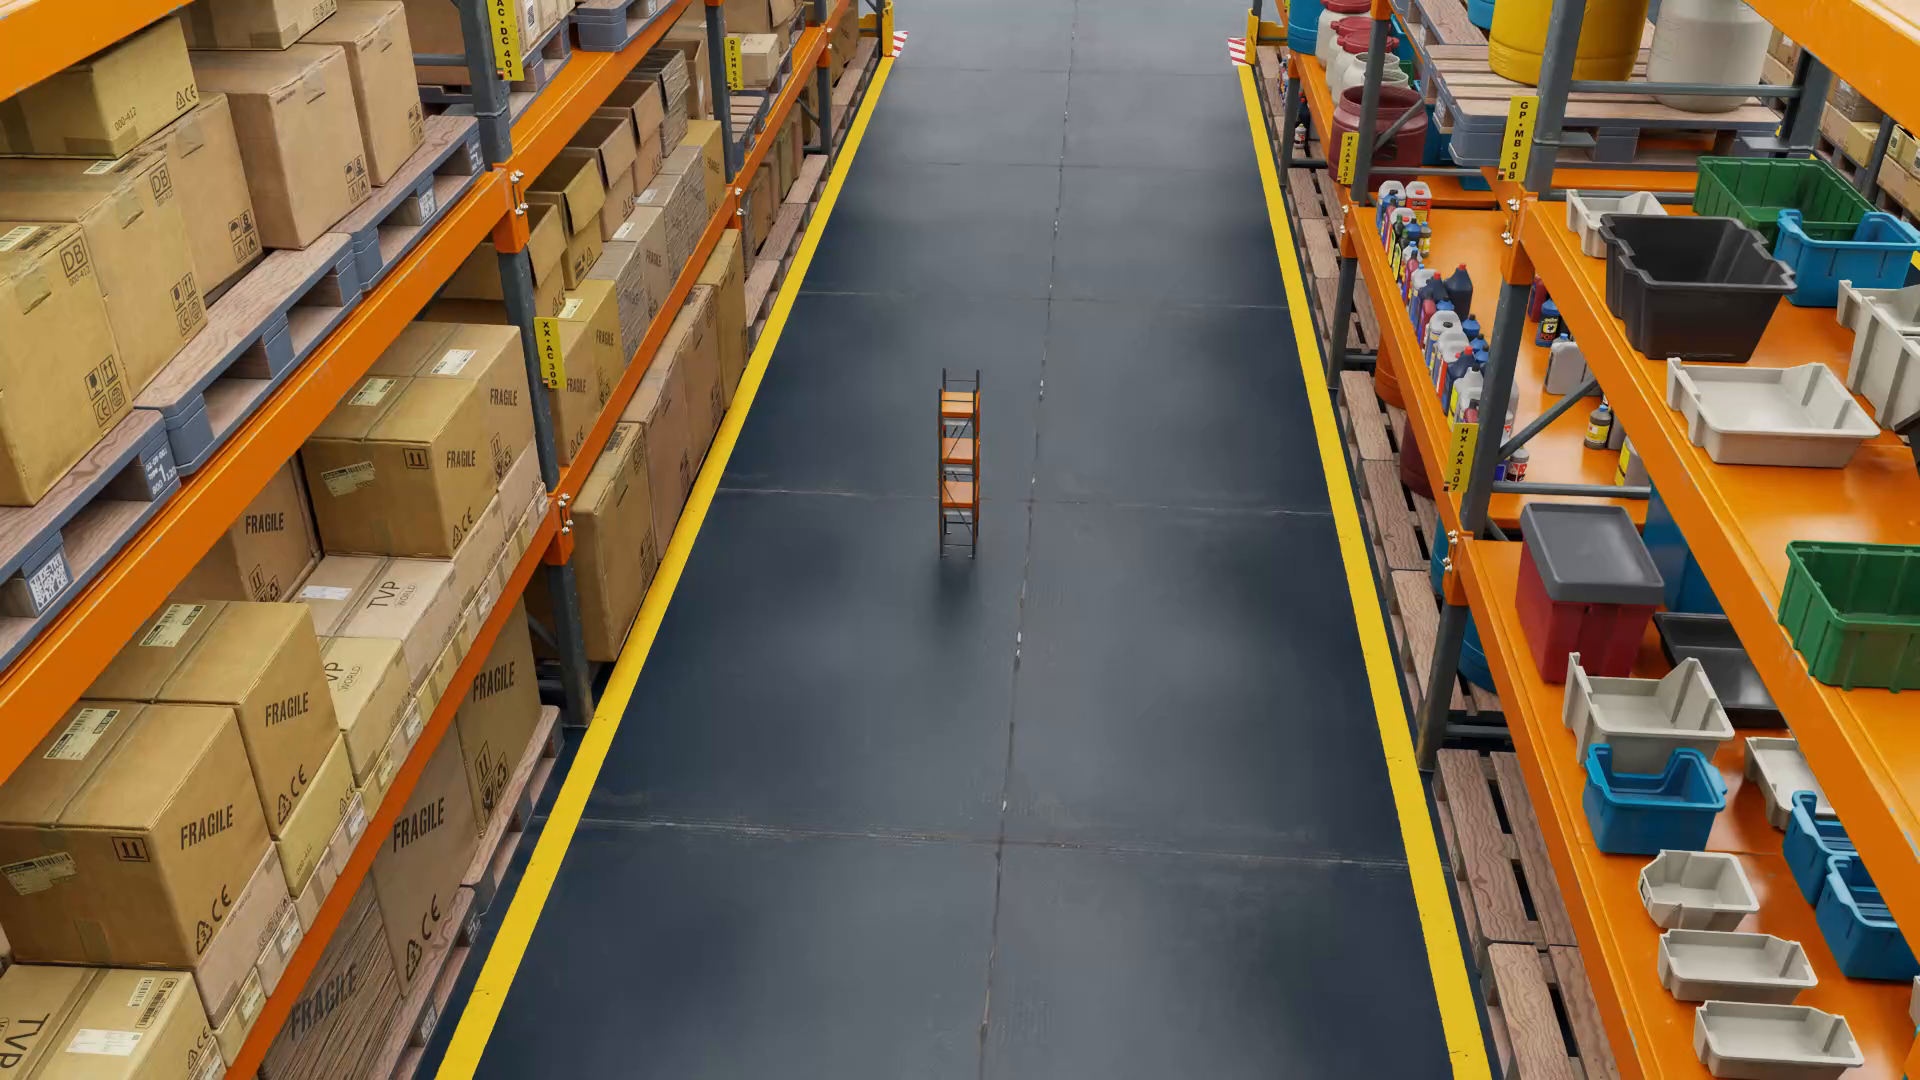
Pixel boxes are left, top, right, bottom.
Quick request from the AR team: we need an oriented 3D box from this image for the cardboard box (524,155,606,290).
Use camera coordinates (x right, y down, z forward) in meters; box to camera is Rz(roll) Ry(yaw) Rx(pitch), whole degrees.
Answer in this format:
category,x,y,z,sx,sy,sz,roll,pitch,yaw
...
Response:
category,x,y,z,sx,sy,sz,roll,pitch,yaw
cardboard box,-2.181,-1.575,8.175,0.797,0.503,0.637,3,32,5

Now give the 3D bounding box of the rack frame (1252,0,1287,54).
category,x,y,z,sx,sy,sz,roll,pitch,yaw
rack frame,3.621,-6.476,17.179,1.000,3.000,0.127,2,32,4

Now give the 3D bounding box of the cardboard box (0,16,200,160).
category,x,y,z,sx,sy,sz,roll,pitch,yaw
cardboard box,-2.443,-1.237,4.514,0.500,0.250,0.500,1,32,2

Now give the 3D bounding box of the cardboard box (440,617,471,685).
category,x,y,z,sx,sy,sz,roll,pitch,yaw
cardboard box,-2.074,0.406,6.252,0.380,0.149,0.250,3,32,5

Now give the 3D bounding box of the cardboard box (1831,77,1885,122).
category,x,y,z,sx,sy,sz,roll,pitch,yaw
cardboard box,8.105,-4.011,14.685,0.500,0.500,0.500,2,32,4

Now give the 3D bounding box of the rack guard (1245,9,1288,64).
category,x,y,z,sx,sy,sz,roll,pitch,yaw
rack guard,3.662,-5.370,17.767,1.175,0.500,0.348,2,32,4

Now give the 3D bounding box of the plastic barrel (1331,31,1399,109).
category,x,y,z,sx,sy,sz,roll,pitch,yaw
plastic barrel,2.904,-3.341,11.964,0.433,0.535,0.433,0,32,0

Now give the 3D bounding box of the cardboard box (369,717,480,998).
category,x,y,z,sx,sy,sz,roll,pitch,yaw
cardboard box,-2.499,1.125,6.470,0.875,0.875,0.875,2,32,4

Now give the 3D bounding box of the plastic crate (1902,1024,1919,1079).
category,x,y,z,sx,sy,sz,roll,pitch,yaw
plastic crate,2.721,1.477,4.377,0.416,0.233,0.300,2,32,4

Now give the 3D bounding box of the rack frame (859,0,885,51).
category,x,y,z,sx,sy,sz,roll,pitch,yaw
rack frame,-1.315,-6.687,17.523,1.000,3.000,0.127,2,32,4

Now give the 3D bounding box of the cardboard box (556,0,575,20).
category,x,y,z,sx,sy,sz,roll,pitch,yaw
cardboard box,-2.021,-2.534,7.762,0.380,0.149,0.250,1,32,2

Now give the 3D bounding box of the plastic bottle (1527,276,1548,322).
category,x,y,z,sx,sy,sz,roll,pitch,yaw
plastic bottle,3.111,-1.325,8.933,0.061,0.283,0.133,2,32,4

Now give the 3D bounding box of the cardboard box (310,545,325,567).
category,x,y,z,sx,sy,sz,roll,pitch,yaw
cardboard box,-2.637,0.019,6.500,0.500,0.250,0.500,2,32,4

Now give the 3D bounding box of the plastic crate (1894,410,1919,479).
category,x,y,z,sx,sy,sz,roll,pitch,yaw
plastic crate,2.717,-0.147,4.110,0.504,0.338,0.767,2,32,4

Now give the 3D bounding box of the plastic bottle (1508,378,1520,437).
category,x,y,z,sx,sy,sz,roll,pitch,yaw
plastic bottle,2.537,-0.668,7.803,0.144,0.351,0.185,2,32,4

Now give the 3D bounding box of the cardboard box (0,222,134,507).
category,x,y,z,sx,sy,sz,roll,pitch,yaw
cardboard box,-2.463,-0.425,3.911,0.700,0.500,0.500,1,32,2

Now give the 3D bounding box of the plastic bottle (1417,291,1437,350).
category,x,y,z,sx,sy,sz,roll,pitch,yaw
plastic bottle,2.428,-1.141,8.633,0.061,0.283,0.133,2,32,4

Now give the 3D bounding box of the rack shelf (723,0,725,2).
category,x,y,z,sx,sy,sz,roll,pitch,yaw
rack shelf,-1.804,-4.521,11.833,1.077,0.370,4.000,2,32,4

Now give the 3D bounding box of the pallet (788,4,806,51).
category,x,y,z,sx,sy,sz,roll,pitch,yaw
pallet,-1.848,-4.121,13.541,1.003,0.211,1.213,2,32,4

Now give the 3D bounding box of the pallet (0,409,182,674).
category,x,y,z,sx,sy,sz,roll,pitch,yaw
pallet,-2.568,0.051,3.813,1.003,0.211,1.213,2,32,4

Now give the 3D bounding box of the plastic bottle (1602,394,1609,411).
category,x,y,z,sx,sy,sz,roll,pitch,yaw
plastic bottle,3.144,-0.695,7.988,0.097,0.201,0.097,0,32,0

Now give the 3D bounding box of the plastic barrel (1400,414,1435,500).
category,x,y,z,sx,sy,sz,roll,pitch,yaw
plastic barrel,2.855,-0.598,9.539,0.600,0.588,0.708,2,32,4

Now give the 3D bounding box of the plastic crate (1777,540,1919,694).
category,x,y,z,sx,sy,sz,roll,pitch,yaw
plastic crate,2.115,0.176,3.729,0.450,0.188,0.336,2,32,4

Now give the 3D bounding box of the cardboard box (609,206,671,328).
category,x,y,z,sx,sy,sz,roll,pitch,yaw
cardboard box,-1.887,-1.480,8.977,0.500,0.500,0.500,3,32,5

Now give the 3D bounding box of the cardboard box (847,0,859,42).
category,x,y,z,sx,sy,sz,roll,pitch,yaw
cardboard box,-1.383,-5.476,17.540,0.500,0.500,0.500,8,33,13

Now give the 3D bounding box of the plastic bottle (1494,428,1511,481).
category,x,y,z,sx,sy,sz,roll,pitch,yaw
plastic bottle,2.354,-0.368,7.387,0.152,0.276,0.135,2,32,4

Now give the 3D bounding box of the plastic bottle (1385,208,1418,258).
category,x,y,z,sx,sy,sz,roll,pitch,yaw
plastic bottle,2.575,-1.785,9.687,0.152,0.276,0.135,2,32,4

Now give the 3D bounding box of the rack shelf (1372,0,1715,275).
category,x,y,z,sx,sy,sz,roll,pitch,yaw
rack shelf,2.807,-2.218,8.096,1.077,0.370,4.000,2,32,4

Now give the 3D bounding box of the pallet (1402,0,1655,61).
category,x,y,z,sx,sy,sz,roll,pitch,yaw
pallet,2.700,-2.405,7.894,1.003,0.211,1.213,2,32,4

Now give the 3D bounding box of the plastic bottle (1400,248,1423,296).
category,x,y,z,sx,sy,sz,roll,pitch,yaw
plastic bottle,2.501,-1.483,9.200,0.097,0.271,0.097,0,32,0

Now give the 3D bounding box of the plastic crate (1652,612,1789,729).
category,x,y,z,sx,sy,sz,roll,pitch,yaw
plastic crate,2.821,0.487,6.086,0.437,0.125,0.590,2,32,4

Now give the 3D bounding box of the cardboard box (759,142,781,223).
category,x,y,z,sx,sy,sz,roll,pitch,yaw
cardboard box,-1.815,-2.858,13.271,0.700,0.500,0.500,0,32,0

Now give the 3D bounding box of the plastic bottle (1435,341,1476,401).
category,x,y,z,sx,sy,sz,roll,pitch,yaw
plastic bottle,2.425,-0.823,8.125,0.152,0.276,0.135,2,32,4

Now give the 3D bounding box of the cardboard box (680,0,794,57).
category,x,y,z,sx,sy,sz,roll,pitch,yaw
cardboard box,-1.690,-3.908,12.514,0.797,0.503,0.637,6,32,9

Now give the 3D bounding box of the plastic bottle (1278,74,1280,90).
category,x,y,z,sx,sy,sz,roll,pitch,yaw
plastic bottle,3.155,-4.483,16.193,0.097,0.201,0.097,0,32,0

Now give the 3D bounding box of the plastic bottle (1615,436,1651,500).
category,x,y,z,sx,sy,sz,roll,pitch,yaw
plastic bottle,2.999,-0.371,7.321,0.144,0.351,0.185,2,32,4

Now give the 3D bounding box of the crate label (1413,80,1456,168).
category,x,y,z,sx,sy,sz,roll,pitch,yaw
crate label,3.321,-2.816,11.206,0.502,0.435,0.616,2,32,4

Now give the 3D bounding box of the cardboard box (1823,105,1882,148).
category,x,y,z,sx,sy,sz,roll,pitch,yaw
cardboard box,8.103,-3.692,14.882,0.500,0.250,0.500,2,32,4

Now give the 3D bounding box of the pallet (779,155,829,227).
category,x,y,z,sx,sy,sz,roll,pitch,yaw
pallet,-1.703,-3.002,14.200,1.003,0.211,1.213,2,32,4

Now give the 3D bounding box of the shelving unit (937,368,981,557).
category,x,y,z,sx,sy,sz,roll,pitch,yaw
shelving unit,-0.004,-0.419,9.209,0.215,1.050,0.252,2,32,4

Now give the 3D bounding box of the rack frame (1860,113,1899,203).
category,x,y,z,sx,sy,sz,roll,pitch,yaw
rack frame,8.232,-4.171,13.439,1.000,3.000,0.127,2,32,4

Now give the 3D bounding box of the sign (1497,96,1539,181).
category,x,y,z,sx,sy,sz,roll,pitch,yaw
sign,2.096,-1.506,6.248,0.100,0.325,0.005,2,32,4

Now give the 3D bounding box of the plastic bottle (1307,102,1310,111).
category,x,y,z,sx,sy,sz,roll,pitch,yaw
plastic bottle,3.226,-3.868,15.125,0.152,0.276,0.135,2,32,4

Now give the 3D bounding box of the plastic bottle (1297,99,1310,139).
category,x,y,z,sx,sy,sz,roll,pitch,yaw
plastic bottle,3.061,-3.793,14.931,0.144,0.351,0.185,2,32,3

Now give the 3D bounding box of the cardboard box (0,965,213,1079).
category,x,y,z,sx,sy,sz,roll,pitch,yaw
cardboard box,-2.310,1.377,4.297,0.500,0.250,0.500,2,32,3

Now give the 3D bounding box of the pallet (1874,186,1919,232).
category,x,y,z,sx,sy,sz,roll,pitch,yaw
pallet,8.211,-2.597,13.543,1.003,0.211,1.213,2,32,4

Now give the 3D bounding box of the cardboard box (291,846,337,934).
category,x,y,z,sx,sy,sz,roll,pitch,yaw
cardboard box,-2.178,1.077,5.163,0.380,0.149,0.250,2,32,3

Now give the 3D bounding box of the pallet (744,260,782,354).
category,x,y,z,sx,sy,sz,roll,pitch,yaw
pallet,-1.901,-1.726,12.129,1.003,0.211,1.213,2,32,4

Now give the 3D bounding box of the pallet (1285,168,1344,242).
category,x,y,z,sx,sy,sz,roll,pitch,yaw
pallet,3.271,-2.785,13.848,1.003,0.211,1.213,2,32,4

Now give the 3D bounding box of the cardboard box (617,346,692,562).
category,x,y,z,sx,sy,sz,roll,pitch,yaw
cardboard box,-2.188,-0.490,9.091,1.225,0.875,0.875,1,32,2

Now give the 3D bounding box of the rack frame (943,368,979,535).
category,x,y,z,sx,sy,sz,roll,pitch,yaw
rack frame,0.006,-0.483,9.313,0.200,1.050,0.008,2,32,4

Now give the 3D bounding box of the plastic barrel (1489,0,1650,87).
category,x,y,z,sx,sy,sz,roll,pitch,yaw
plastic barrel,2.517,-2.223,6.839,0.600,0.588,0.600,0,32,0

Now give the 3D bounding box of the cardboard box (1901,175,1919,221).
category,x,y,z,sx,sy,sz,roll,pitch,yaw
cardboard box,7.910,-2.711,13.291,0.500,0.250,0.500,3,32,5

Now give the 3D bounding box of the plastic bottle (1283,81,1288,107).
category,x,y,z,sx,sy,sz,roll,pitch,yaw
plastic bottle,3.111,-4.229,15.715,0.097,0.271,0.097,0,32,0

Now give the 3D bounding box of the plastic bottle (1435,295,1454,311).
category,x,y,z,sx,sy,sz,roll,pitch,yaw
plastic bottle,2.509,-1.141,8.646,0.097,0.271,0.097,0,32,0

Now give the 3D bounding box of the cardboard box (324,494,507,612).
category,x,y,z,sx,sy,sz,roll,pitch,yaw
cardboard box,-2.106,0.037,6.470,0.500,0.250,0.500,3,32,5
